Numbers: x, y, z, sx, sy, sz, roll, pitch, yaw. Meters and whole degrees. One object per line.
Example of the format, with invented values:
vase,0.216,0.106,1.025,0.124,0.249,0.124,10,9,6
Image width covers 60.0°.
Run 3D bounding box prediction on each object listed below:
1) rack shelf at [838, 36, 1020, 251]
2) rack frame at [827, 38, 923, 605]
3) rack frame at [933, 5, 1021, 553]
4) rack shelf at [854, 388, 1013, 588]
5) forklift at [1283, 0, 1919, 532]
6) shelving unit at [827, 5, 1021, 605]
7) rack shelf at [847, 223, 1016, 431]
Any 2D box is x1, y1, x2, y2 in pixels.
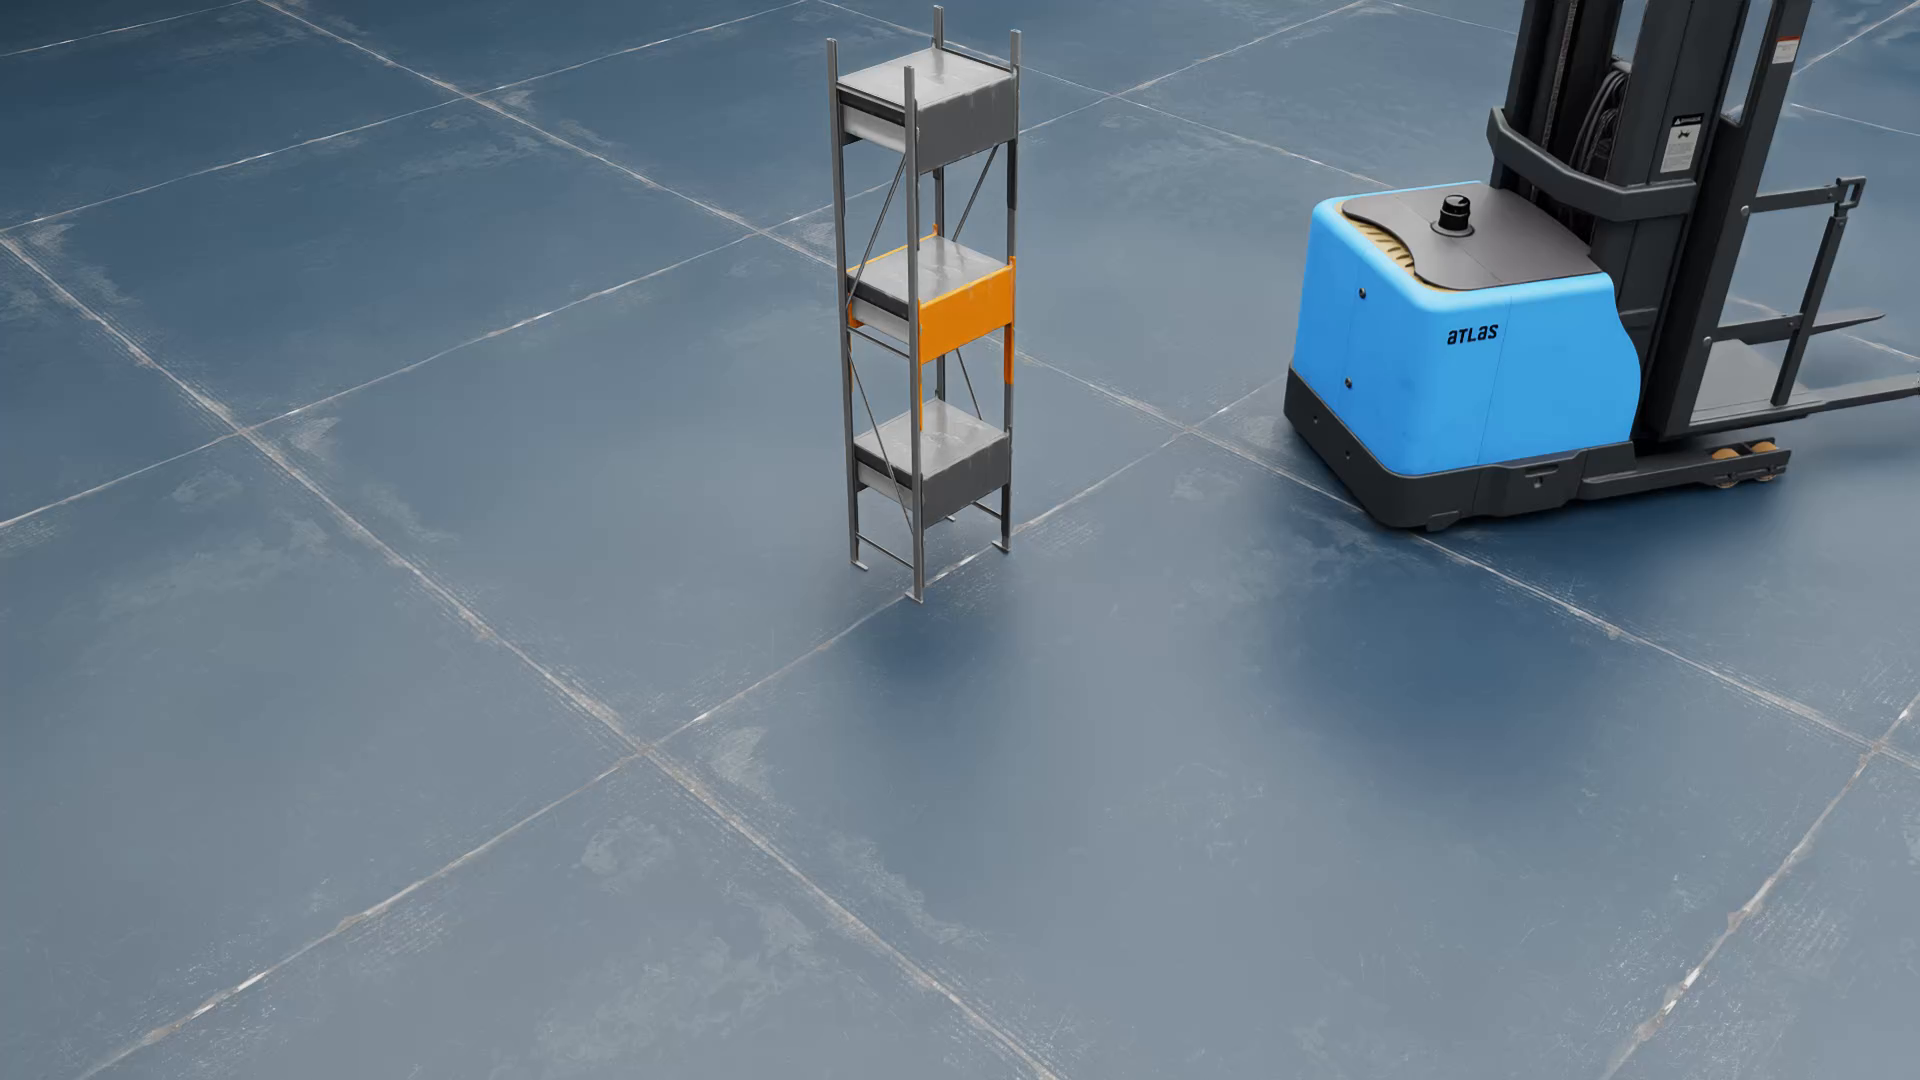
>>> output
rack shelf,-0.117,-1.357,5.660,0.431,0.518,0.480,30,45,35
rack frame,-0.289,-0.695,5.911,0.400,2.100,0.015,30,45,35
rack frame,0.055,-0.893,6.195,0.400,2.100,0.015,30,45,35
rack shelf,-0.117,-0.209,6.461,0.431,0.518,0.480,30,45,35
forklift,3.023,-1.704,6.630,3.031,2.935,1.130,-9,36,-13
shelving unit,-0.117,-0.794,6.053,0.431,2.100,0.503,30,45,35
rack shelf,-0.117,-0.783,6.061,0.431,0.518,0.480,30,45,35
